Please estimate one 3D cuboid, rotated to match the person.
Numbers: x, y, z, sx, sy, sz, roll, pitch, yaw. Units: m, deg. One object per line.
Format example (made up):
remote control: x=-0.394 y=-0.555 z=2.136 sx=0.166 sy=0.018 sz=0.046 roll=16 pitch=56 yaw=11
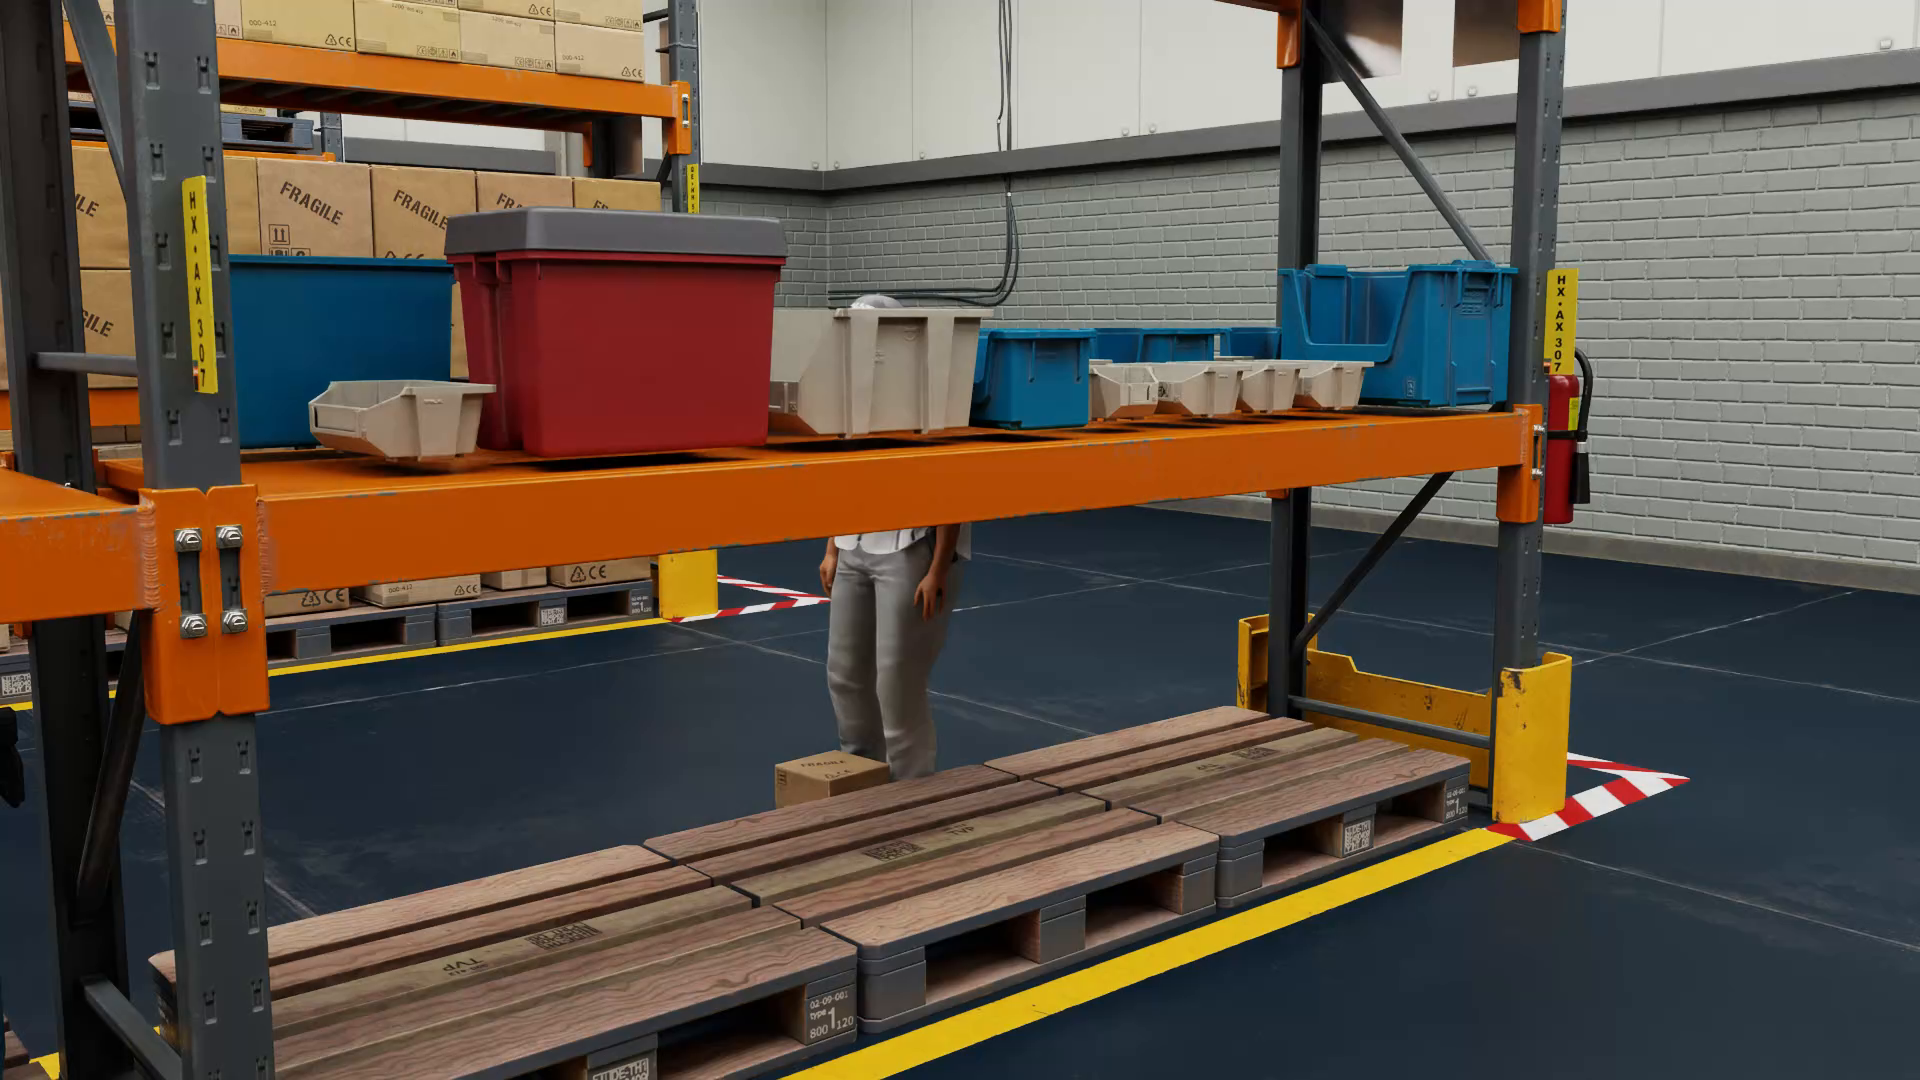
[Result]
person: x=-0.236 y=0.085 z=5.115 sx=0.453 sy=1.667 sz=0.560 roll=-7 pitch=10 yaw=-44
